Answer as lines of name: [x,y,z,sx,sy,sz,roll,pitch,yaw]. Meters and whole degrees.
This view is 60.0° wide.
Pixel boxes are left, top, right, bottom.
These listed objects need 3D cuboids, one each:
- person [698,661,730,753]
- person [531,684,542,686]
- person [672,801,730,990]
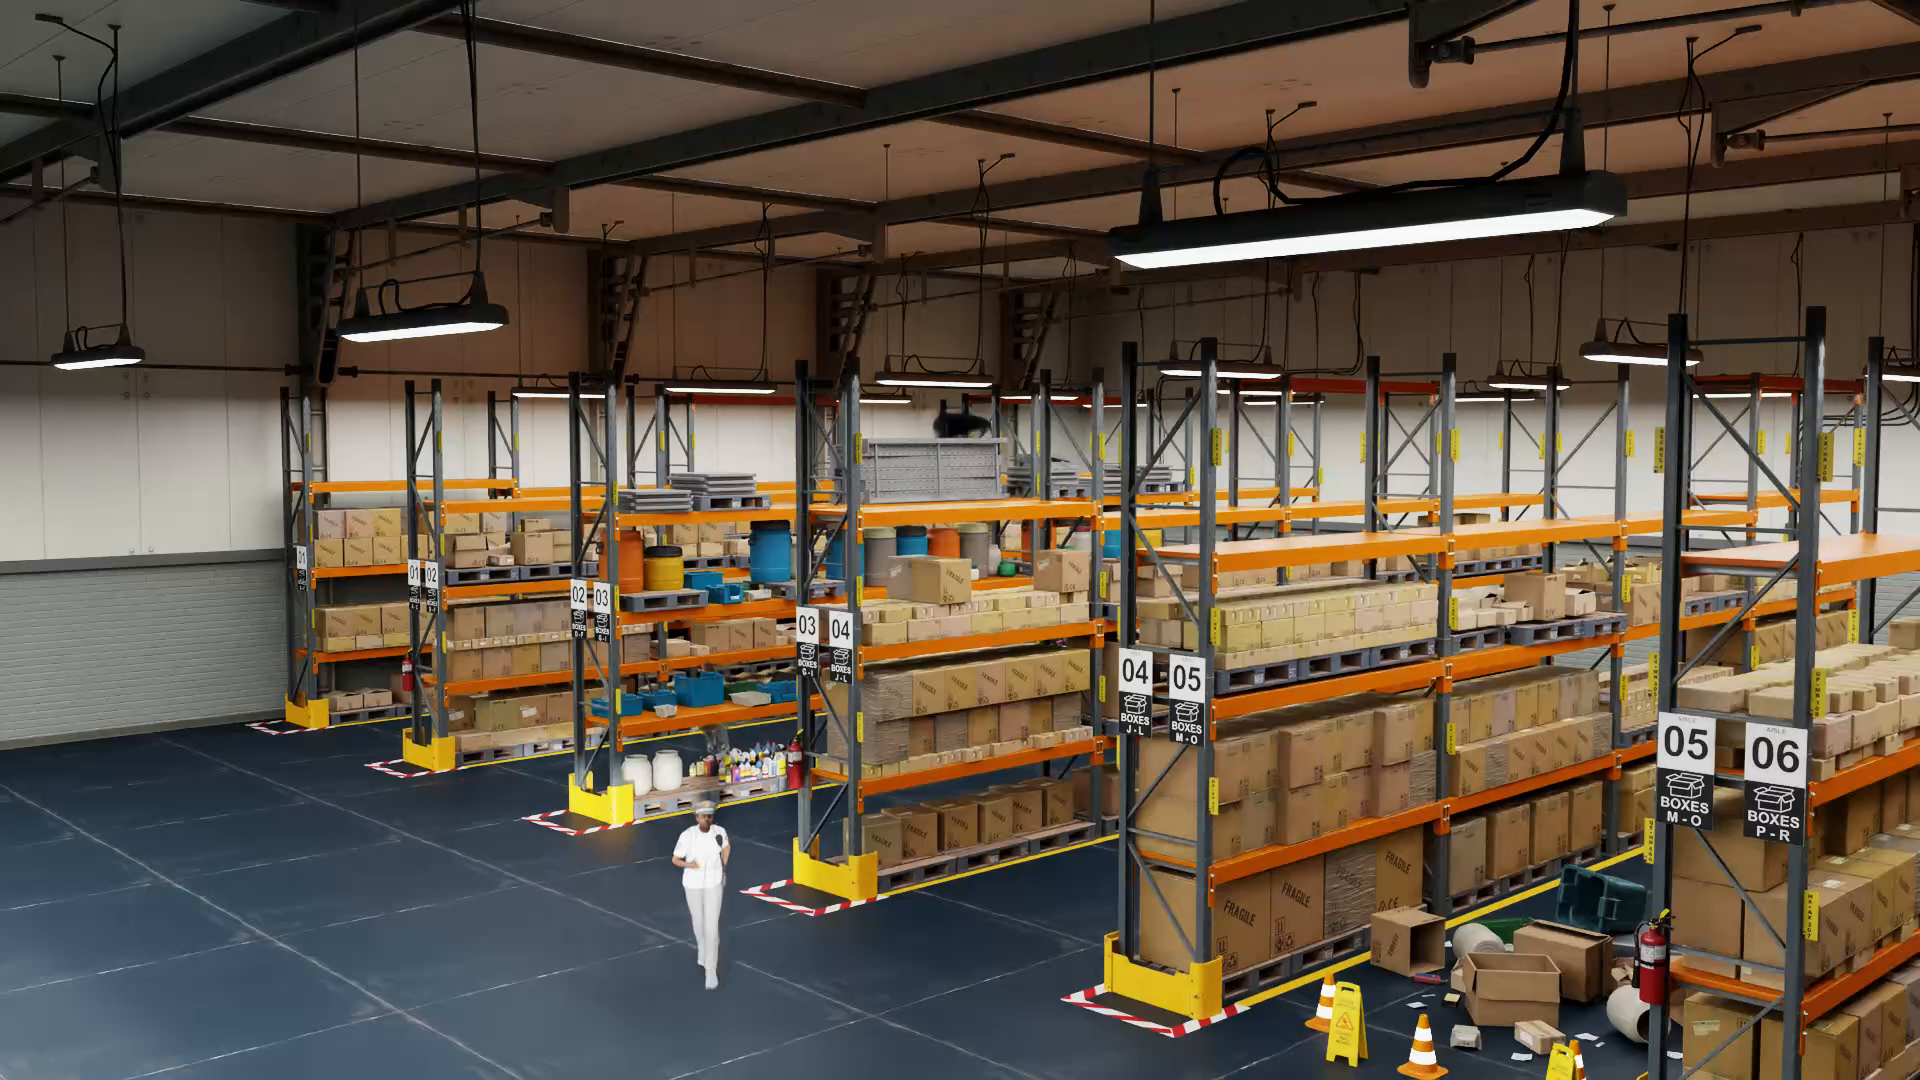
person: [-3.959,2.676,26.633,0.526,1.523,0.822,2,4,27]
person: [-7.444,2.473,29.492,0.579,1.658,1.047,3,4,35]
person: [-2.455,3.316,15.808,0.555,1.742,0.816,-1,4,-9]
